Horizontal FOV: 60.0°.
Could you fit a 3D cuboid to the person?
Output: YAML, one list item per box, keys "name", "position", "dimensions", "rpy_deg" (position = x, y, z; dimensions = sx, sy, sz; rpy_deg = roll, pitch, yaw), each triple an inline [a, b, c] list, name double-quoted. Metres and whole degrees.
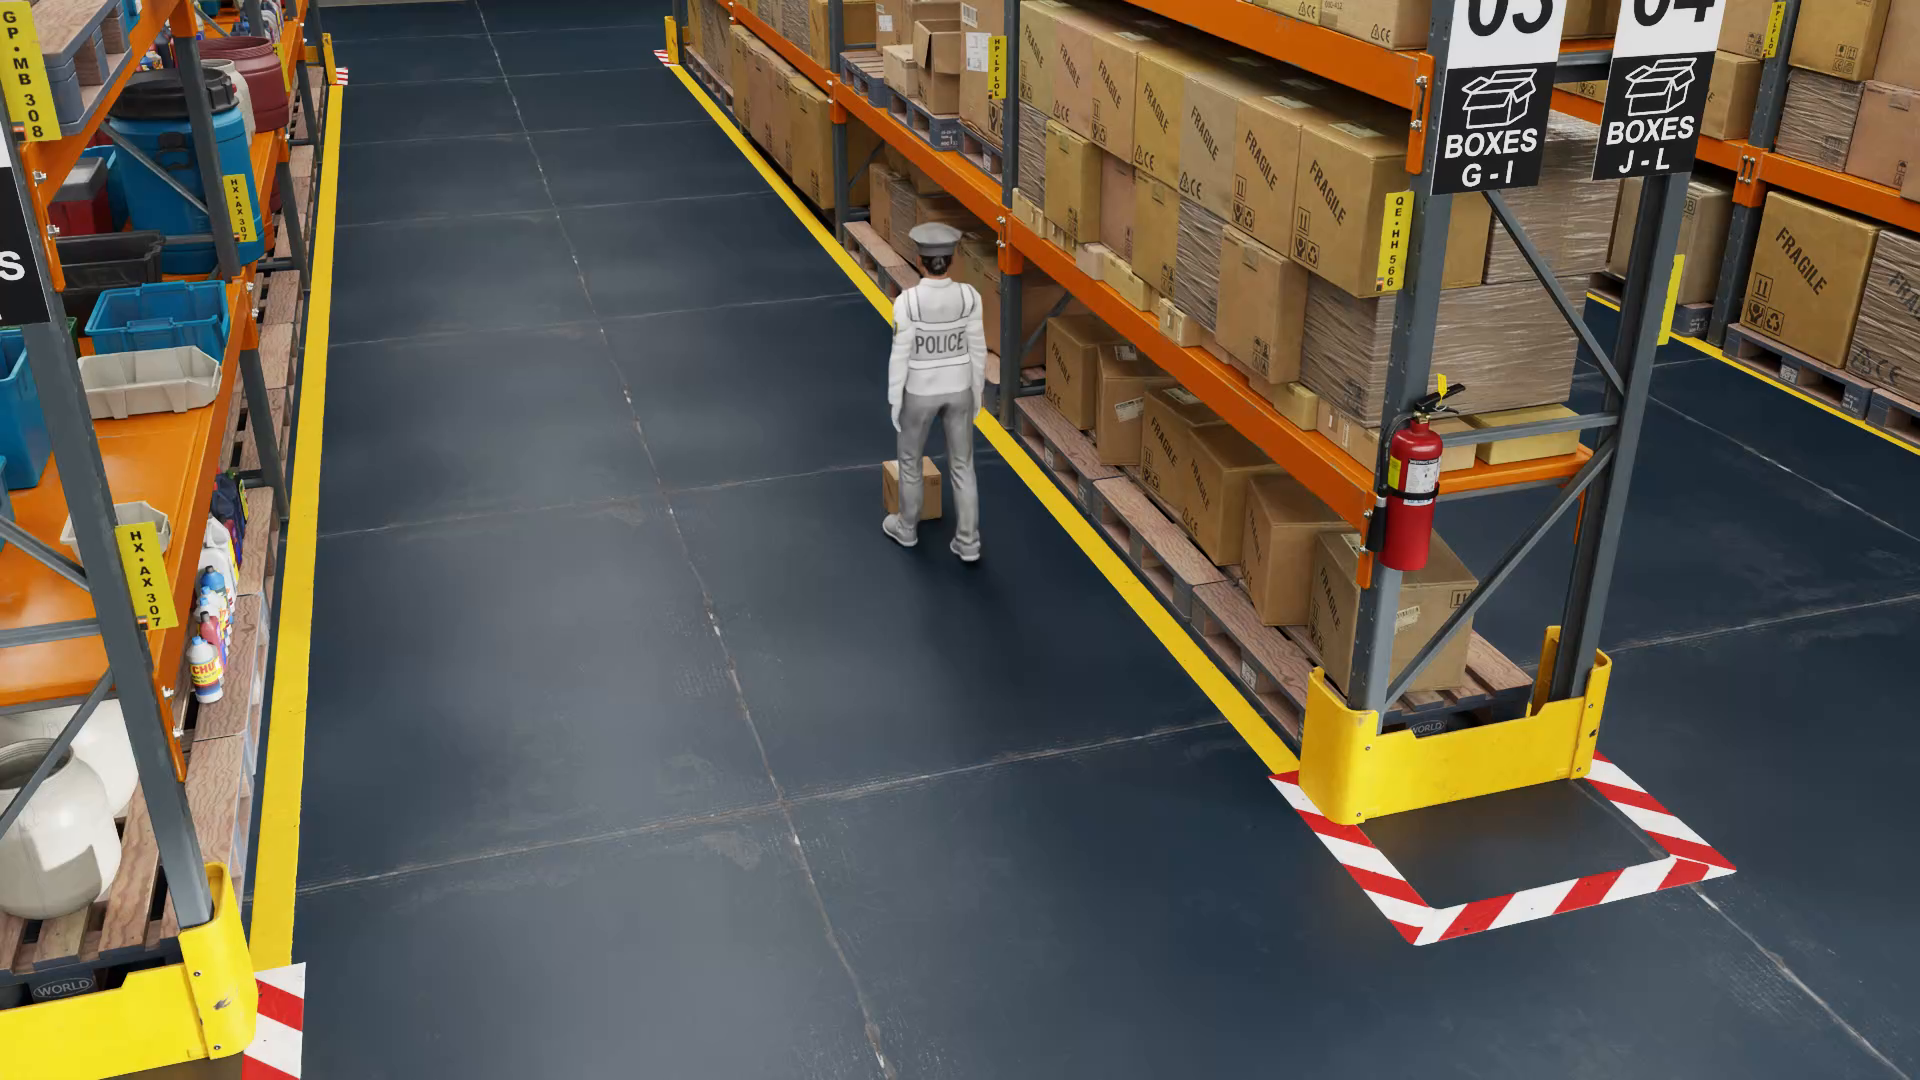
- name: "person"
  position: [-0.133, -0.714, 8.046]
  dimensions: [0.491, 1.666, 0.583]
  rpy_deg: [-8, 28, -16]
